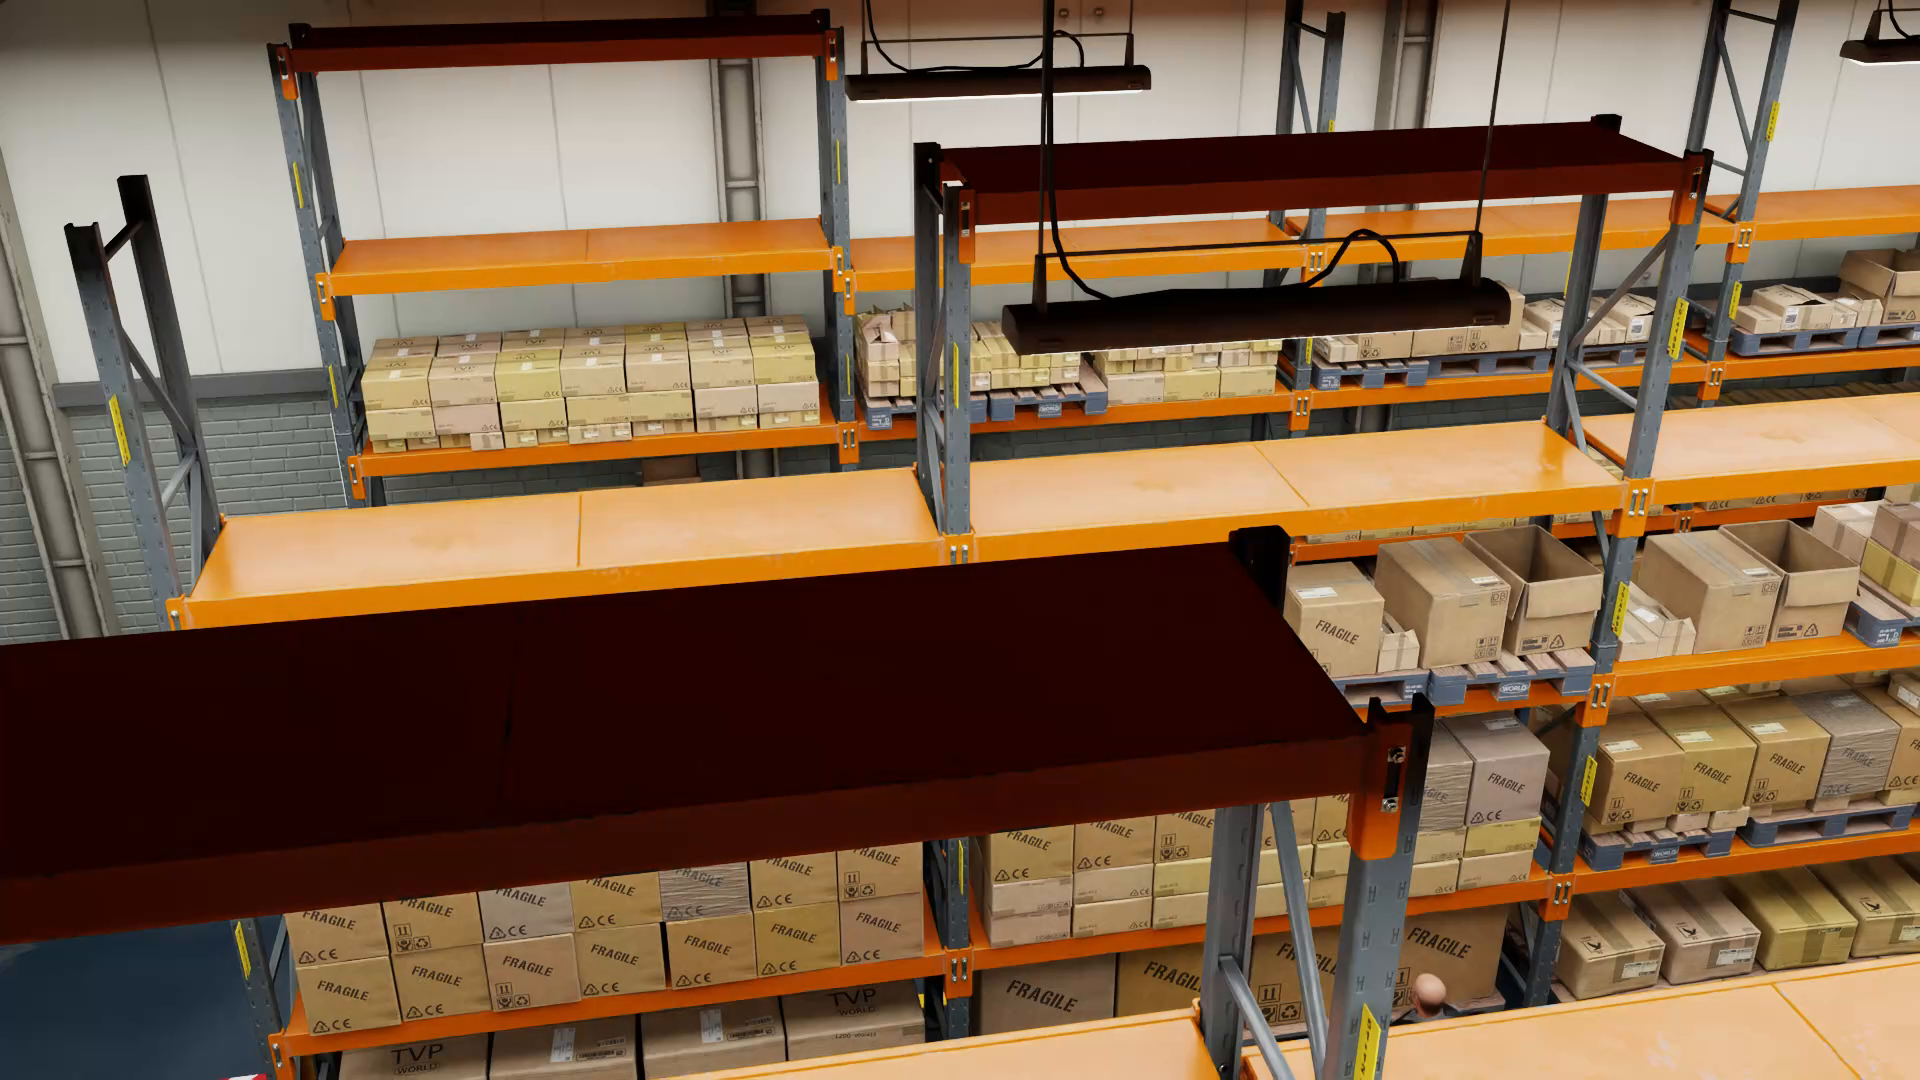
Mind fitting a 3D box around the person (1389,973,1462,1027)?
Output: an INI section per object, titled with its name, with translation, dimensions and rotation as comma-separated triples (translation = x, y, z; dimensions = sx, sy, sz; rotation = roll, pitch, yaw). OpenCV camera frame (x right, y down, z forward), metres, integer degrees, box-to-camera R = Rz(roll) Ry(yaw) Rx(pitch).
[person]
translation = 2.619, 3.202, 9.713
dimensions = 0.455, 1.718, 0.605
rotation = 16, 30, 29
